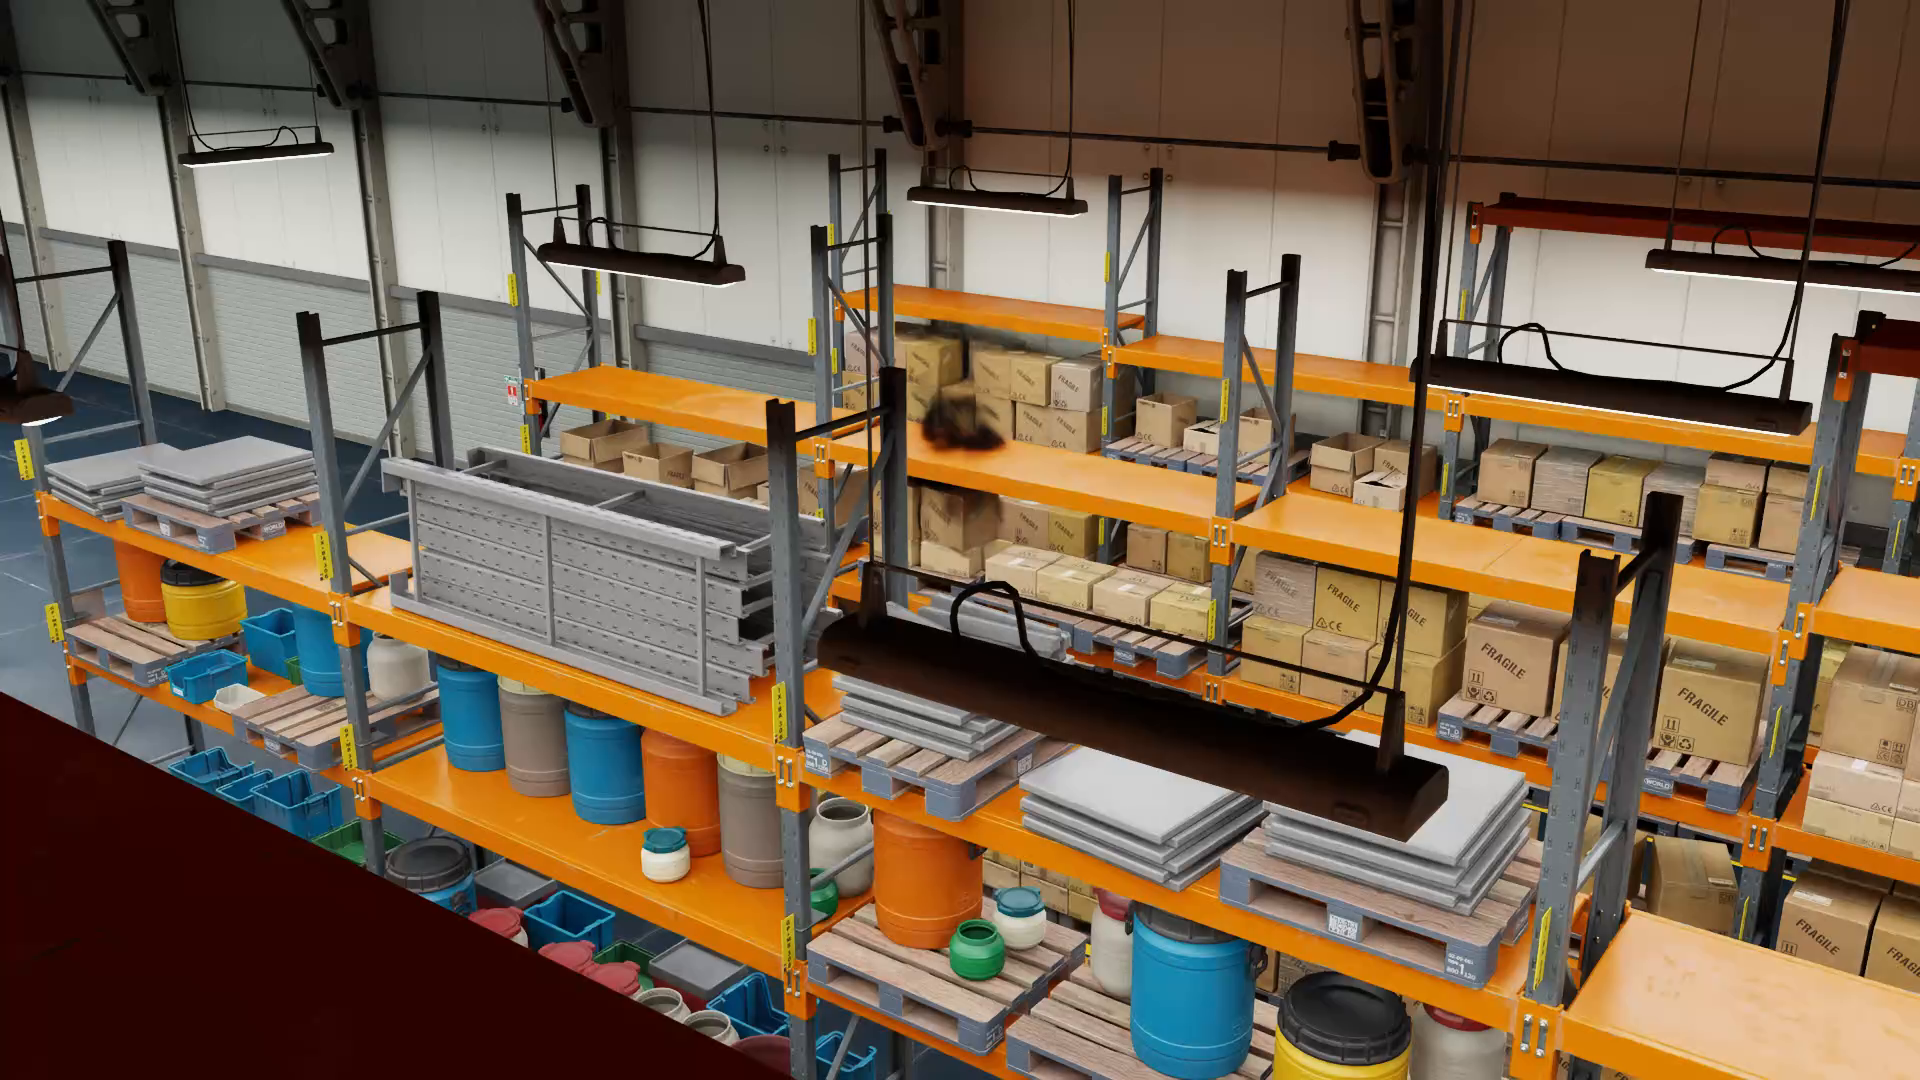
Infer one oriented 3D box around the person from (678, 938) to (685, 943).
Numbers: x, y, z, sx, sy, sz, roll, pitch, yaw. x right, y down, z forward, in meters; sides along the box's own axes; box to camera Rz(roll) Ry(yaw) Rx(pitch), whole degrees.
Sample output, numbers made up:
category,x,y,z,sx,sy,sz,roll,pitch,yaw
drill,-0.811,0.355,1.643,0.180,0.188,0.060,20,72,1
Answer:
category,x,y,z,sx,sy,sz,roll,pitch,yaw
person,-1.924,3.259,12.937,0.547,1.552,0.547,11,22,30
